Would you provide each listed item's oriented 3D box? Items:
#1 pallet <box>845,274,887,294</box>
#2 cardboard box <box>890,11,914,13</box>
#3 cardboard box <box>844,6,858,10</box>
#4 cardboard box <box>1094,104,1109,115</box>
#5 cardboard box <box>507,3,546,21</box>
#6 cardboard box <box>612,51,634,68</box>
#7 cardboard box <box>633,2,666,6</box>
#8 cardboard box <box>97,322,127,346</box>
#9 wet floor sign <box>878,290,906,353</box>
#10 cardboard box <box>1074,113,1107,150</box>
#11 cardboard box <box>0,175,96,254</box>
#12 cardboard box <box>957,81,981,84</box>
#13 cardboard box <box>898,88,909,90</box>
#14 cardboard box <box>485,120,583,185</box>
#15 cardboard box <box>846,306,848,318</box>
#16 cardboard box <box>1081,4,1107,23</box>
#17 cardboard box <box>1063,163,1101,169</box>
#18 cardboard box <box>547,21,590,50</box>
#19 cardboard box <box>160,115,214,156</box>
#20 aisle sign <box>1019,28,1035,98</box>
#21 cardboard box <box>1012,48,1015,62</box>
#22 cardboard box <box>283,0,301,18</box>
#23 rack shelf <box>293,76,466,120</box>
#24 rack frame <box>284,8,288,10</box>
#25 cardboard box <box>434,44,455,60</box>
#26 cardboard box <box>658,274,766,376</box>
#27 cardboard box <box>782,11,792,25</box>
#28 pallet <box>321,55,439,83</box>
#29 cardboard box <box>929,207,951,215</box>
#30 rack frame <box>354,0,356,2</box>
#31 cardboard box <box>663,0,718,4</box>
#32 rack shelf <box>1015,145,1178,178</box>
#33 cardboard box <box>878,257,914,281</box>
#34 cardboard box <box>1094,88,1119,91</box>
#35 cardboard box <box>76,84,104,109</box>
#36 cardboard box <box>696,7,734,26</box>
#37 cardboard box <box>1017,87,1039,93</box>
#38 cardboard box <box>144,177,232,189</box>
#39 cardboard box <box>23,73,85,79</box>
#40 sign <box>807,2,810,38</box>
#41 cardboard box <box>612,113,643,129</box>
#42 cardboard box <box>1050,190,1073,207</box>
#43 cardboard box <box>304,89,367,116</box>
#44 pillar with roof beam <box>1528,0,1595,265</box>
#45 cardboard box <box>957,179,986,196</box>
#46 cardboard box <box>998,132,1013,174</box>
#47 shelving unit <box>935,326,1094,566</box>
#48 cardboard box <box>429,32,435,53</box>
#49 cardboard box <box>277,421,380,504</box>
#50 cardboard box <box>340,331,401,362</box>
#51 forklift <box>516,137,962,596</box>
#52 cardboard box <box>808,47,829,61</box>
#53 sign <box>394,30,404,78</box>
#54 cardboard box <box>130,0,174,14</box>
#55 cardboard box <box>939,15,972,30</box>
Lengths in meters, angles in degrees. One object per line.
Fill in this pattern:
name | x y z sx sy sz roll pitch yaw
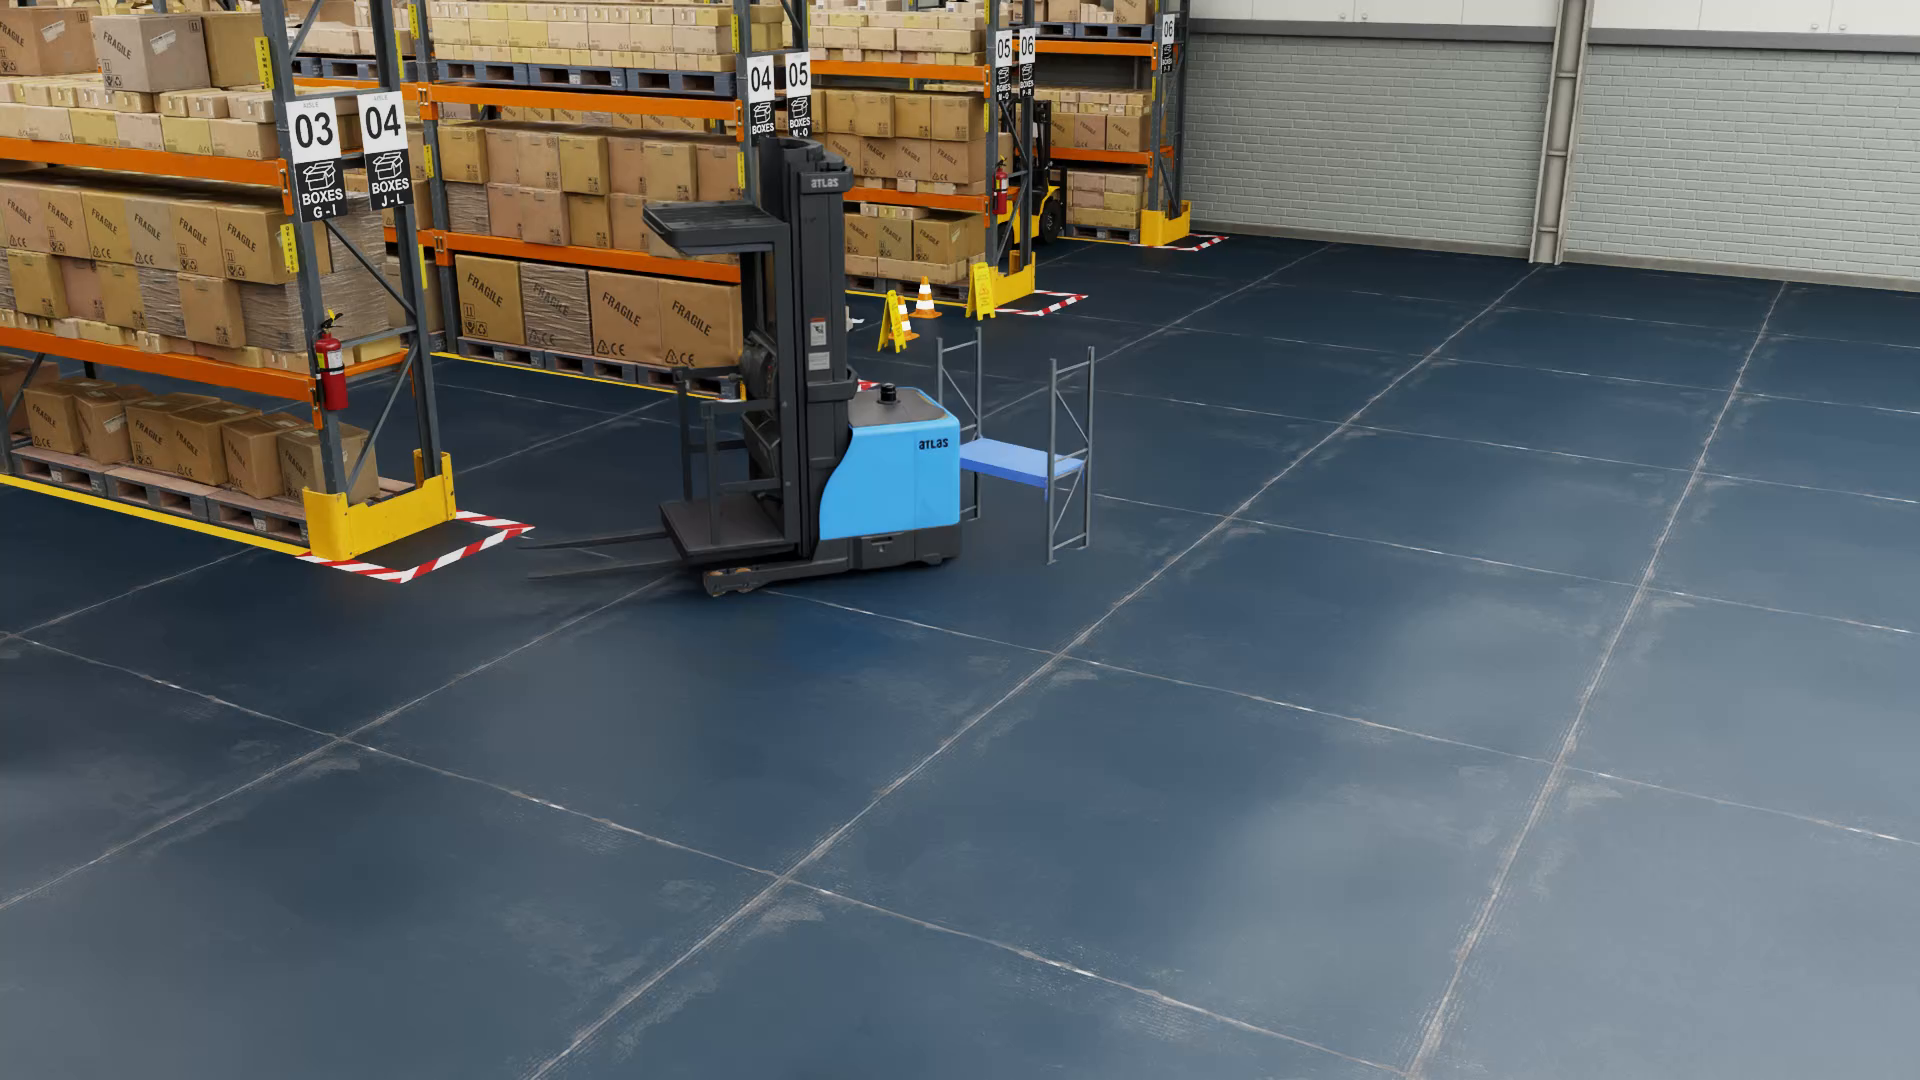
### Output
pallet | -1.224 -3.438 21.533 1.213 0.211 1.003 11 23 27
cardboard box | -0.665 -6.416 20.453 0.250 0.149 0.380 11 23 29
cardboard box | -1.587 -8.160 25.668 0.250 0.149 0.380 11 23 27
cardboard box | 2.139 -6.287 24.200 0.250 0.149 0.380 11 23 28
cardboard box | -4.179 -5.143 16.181 0.250 0.149 0.380 11 23 28
cardboard box | -3.075 -4.557 15.736 0.250 0.149 0.380 10 22 27
cardboard box | -2.976 -5.170 16.257 0.250 0.149 0.380 10 22 27
cardboard box | -6.372 -1.613 12.783 0.250 0.149 0.380 11 23 27
wet floor sign | -0.739 -2.375 17.966 0.232 0.644 0.267 7 21 18
cardboard box | 2.007 -6.005 24.375 0.500 0.500 0.500 12 23 29
cardboard box | -7.023 -2.526 12.881 0.500 0.500 0.500 11 23 27
cardboard box | 0.146 -7.005 25.745 0.250 0.149 0.380 10 22 26
cardboard box | -0.890 -7.065 26.346 0.250 0.149 0.380 10 22 26
cardboard box | -4.380 -4.012 17.222 0.550 0.550 0.875 11 23 27
cardboard box | -1.533 -2.664 19.490 0.380 0.149 0.250 -11 23 -29
cardboard box | 1.920 -7.547 23.806 0.258 0.266 0.396 11 23 27
cardboard box | 1.816 -5.545 25.203 0.500 0.250 0.500 11 22 27
cardboard box | -3.608 -4.870 16.015 0.500 0.250 0.500 11 23 28
cardboard box | -5.219 -2.863 11.681 0.500 0.250 0.500 11 23 28
aisle sign | 0.801 -5.691 19.844 0.004 0.787 0.394 11 23 27
cardboard box | 0.464 -5.831 20.011 0.250 0.149 0.380 11 23 27
cardboard box | -10.292 -8.245 25.387 0.500 0.500 0.500 11 23 28
rack shelf | -6.968 -4.967 18.314 4.000 0.370 1.077 11 23 27
rack frame | -9.881 -9.203 24.540 0.127 3.000 1.000 11 23 27
cardboard box | -5.070 -4.937 16.783 0.250 0.149 0.380 10 22 26
cardboard box | -2.354 -2.189 16.500 0.875 0.875 0.875 11 23 28
cardboard box | -2.097 -6.437 20.512 0.250 0.149 0.380 11 22 27
pallet | -6.047 -5.020 17.687 1.217 0.209 0.805 10 22 25
cardboard box | -0.453 -3.951 21.174 0.500 0.500 0.500 10 22 25
rack frame | -10.955 -11.347 30.449 0.127 3.000 1.000 11 23 27
cardboard box | -3.465 -6.883 21.413 0.500 0.250 0.500 11 23 29
rack shelf | 1.267 -5.860 25.176 4.000 0.370 1.077 11 23 27
cardboard box | -0.690 -3.435 20.852 0.500 0.250 0.500 11 23 27
cardboard box | 2.166 -6.616 24.670 0.250 0.149 0.380 11 23 28
cardboard box | -6.198 -3.245 12.149 0.250 0.149 0.380 11 23 29
cardboard box | -2.190 -4.763 15.135 0.250 0.149 0.380 11 23 28
cardboard box | 1.044 -6.654 24.777 0.250 0.149 0.380 11 23 28
cardboard box | -5.894 -2.516 12.853 0.500 0.500 0.500 11 23 27
cardboard box | -7.116 -3.590 13.099 0.250 0.149 0.380 11 23 28
sign | -1.454 -4.919 15.731 0.005 0.325 0.100 11 23 27
cardboard box | -4.293 -5.615 22.247 0.500 0.500 0.500 12 23 29
cardboard box | 1.542 -5.160 24.873 0.500 0.250 0.500 10 22 26
cardboard box | -4.365 -3.079 11.690 0.250 0.149 0.380 11 22 27
pillar with roof beam | 5.983 -6.791 17.889 0.400 9.000 9.100 11 23 27
cardboard box | 0.165 -4.268 20.100 0.250 0.149 0.380 12 23 29
cardboard box | 0.317 -4.736 20.438 0.500 0.500 0.500 10 22 26
shelving unit | 0.385 -0.701 12.099 1.048 1.500 0.538 16 25 36
cardboard box | -5.628 -5.328 17.691 0.396 0.266 0.258 10 22 26
cardboard box | -4.774 -0.568 12.583 0.500 0.500 0.500 16 25 37
cardboard box | -4.370 -1.437 12.297 0.250 0.149 0.380 11 23 27
forklift | -1.561 -1.198 11.370 3.031 2.935 1.130 -7 21 -18
cardboard box | -1.661 -5.979 20.419 0.250 0.149 0.380 10 22 26
sign | -3.973 -3.420 11.713 0.005 0.325 0.100 11 23 27
cardboard box | -9.194 -6.034 18.933 0.258 0.266 0.396 11 23 27
cardboard box | -0.050 -6.077 19.519 0.250 0.149 0.380 11 23 28
